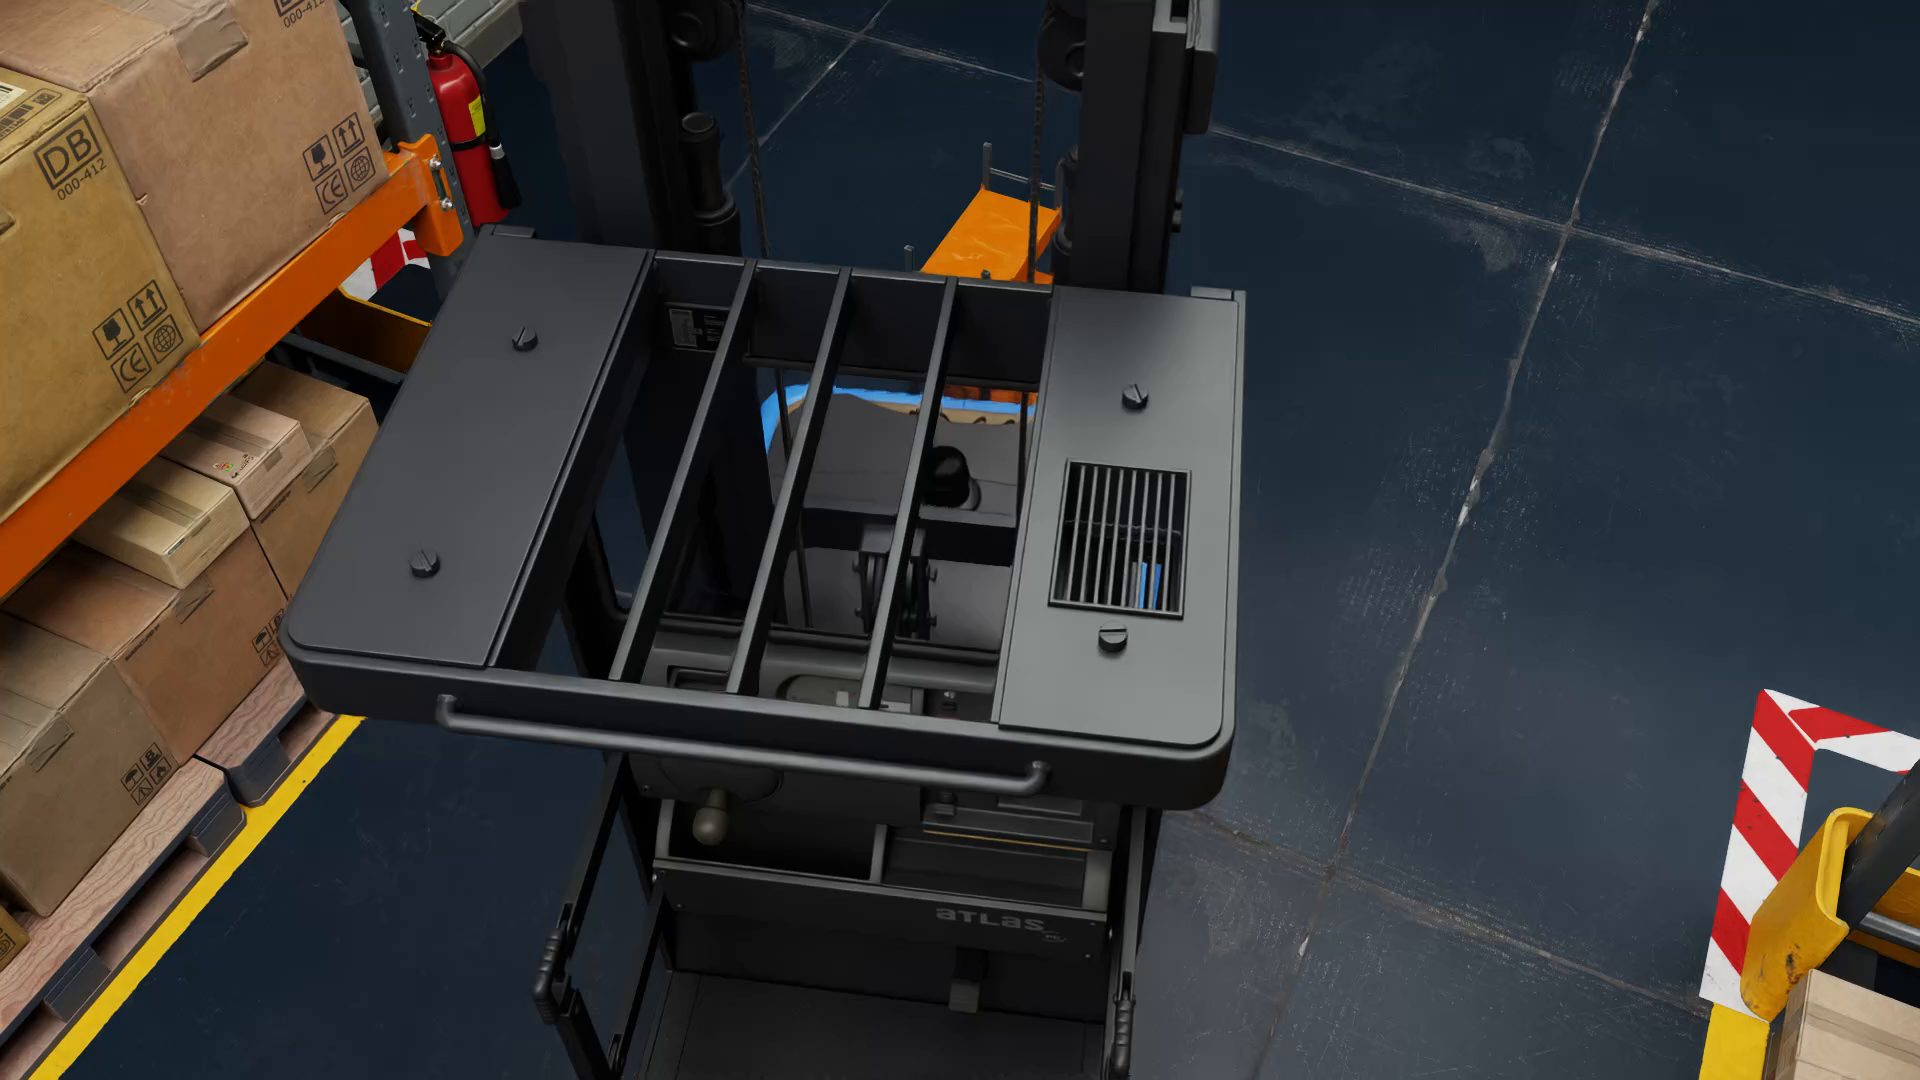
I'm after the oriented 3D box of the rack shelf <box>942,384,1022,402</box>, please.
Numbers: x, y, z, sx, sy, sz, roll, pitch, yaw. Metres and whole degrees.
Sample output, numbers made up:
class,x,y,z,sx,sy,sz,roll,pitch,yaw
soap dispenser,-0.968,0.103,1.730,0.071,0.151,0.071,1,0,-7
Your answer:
class,x,y,z,sx,sy,sz,roll,pitch,yaw
rack shelf,0.071,-0.459,4.941,0.258,0.148,0.480,20,52,16

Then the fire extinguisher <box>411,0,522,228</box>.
class,x,y,z,sx,sy,sz,roll,pitch,yaw
fire extinguisher,-1.387,-1.176,4.577,0.296,0.674,0.183,20,52,16

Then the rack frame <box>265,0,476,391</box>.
class,x,y,z,sx,sy,sz,roll,pitch,yaw
rack frame,-1.869,-1.368,4.445,1.000,3.000,0.127,20,52,16

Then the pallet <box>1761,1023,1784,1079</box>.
class,x,y,z,sx,sy,sz,roll,pitch,yaw
pallet,2.239,1.746,3.626,1.003,0.211,1.213,20,52,16

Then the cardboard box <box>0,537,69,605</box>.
class,x,y,z,sx,sy,sz,roll,pitch,yaw
cardboard box,-2.528,-0.020,4.237,0.380,0.149,0.250,20,53,16

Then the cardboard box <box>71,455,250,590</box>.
class,x,y,z,sx,sy,sz,roll,pitch,yaw
cardboard box,-2.076,-0.066,4.276,0.380,0.149,0.250,21,53,17

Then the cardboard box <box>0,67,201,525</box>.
class,x,y,z,sx,sy,sz,roll,pitch,yaw
cardboard box,-2.379,-0.607,3.600,0.980,0.700,0.700,19,52,16

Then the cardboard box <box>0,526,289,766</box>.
class,x,y,z,sx,sy,sz,roll,pitch,yaw
cardboard box,-2.291,0.165,4.506,0.700,0.500,0.500,20,52,16

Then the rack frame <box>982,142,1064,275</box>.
class,x,y,z,sx,sy,sz,roll,pitch,yaw
rack frame,0.175,-0.671,5.033,0.240,1.200,0.015,20,52,16

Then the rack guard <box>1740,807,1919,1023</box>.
class,x,y,z,sx,sy,sz,roll,pitch,yaw
rack guard,2.579,1.103,3.983,1.175,0.500,0.348,20,52,16

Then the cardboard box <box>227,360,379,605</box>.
class,x,y,z,sx,sy,sz,roll,pitch,yaw
cardboard box,-2.078,-0.180,4.799,0.700,0.500,0.500,20,52,16

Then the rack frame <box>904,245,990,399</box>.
class,x,y,z,sx,sy,sz,roll,pitch,yaw
rack frame,-0.034,-0.335,4.747,0.240,1.200,0.015,20,52,16

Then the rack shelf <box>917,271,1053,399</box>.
class,x,y,z,sx,sy,sz,roll,pitch,yaw
rack shelf,0.071,-0.604,4.771,0.258,0.148,0.480,20,52,16

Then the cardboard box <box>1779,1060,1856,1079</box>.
class,x,y,z,sx,sy,sz,roll,pitch,yaw
cardboard box,2.015,1.365,3.690,0.380,0.166,0.250,20,52,16

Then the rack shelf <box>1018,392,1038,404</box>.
class,x,y,z,sx,sy,sz,roll,pitch,yaw
rack shelf,0.071,-0.331,5.092,0.258,0.148,0.480,20,52,16

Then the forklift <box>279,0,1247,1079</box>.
class,x,y,z,sx,sy,sz,roll,pitch,yaw
forklift,-0.184,0.501,2.899,1.130,2.935,3.031,6,50,5

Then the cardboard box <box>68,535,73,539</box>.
class,x,y,z,sx,sy,sz,roll,pitch,yaw
cardboard box,-2.421,-0.192,4.384,0.380,0.149,0.250,20,52,16

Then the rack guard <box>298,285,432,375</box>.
class,x,y,z,sx,sy,sz,roll,pitch,yaw
rack guard,-1.859,-0.575,5.411,1.175,0.500,0.348,20,52,16

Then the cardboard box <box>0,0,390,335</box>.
class,x,y,z,sx,sy,sz,roll,pitch,yaw
cardboard box,-2.078,-1.111,4.029,0.980,0.700,0.700,22,53,18

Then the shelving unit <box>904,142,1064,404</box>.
class,x,y,z,sx,sy,sz,roll,pitch,yaw
shelving unit,0.071,-0.503,4.890,0.258,1.200,0.503,20,52,16

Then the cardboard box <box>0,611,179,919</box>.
class,x,y,z,sx,sy,sz,roll,pitch,yaw
cardboard box,-2.506,0.511,4.211,0.700,0.500,0.500,18,52,15

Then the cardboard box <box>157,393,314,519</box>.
class,x,y,z,sx,sy,sz,roll,pitch,yaw
cardboard box,-1.968,-0.242,4.426,0.380,0.149,0.250,19,52,16

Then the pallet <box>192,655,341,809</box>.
class,x,y,z,sx,sy,sz,roll,pitch,yaw
pallet,-2.140,0.111,5.017,1.003,0.211,1.213,20,52,16

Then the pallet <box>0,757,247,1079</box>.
class,x,y,z,sx,sy,sz,roll,pitch,yaw
pallet,-2.662,0.948,4.305,1.003,0.211,1.213,20,52,16

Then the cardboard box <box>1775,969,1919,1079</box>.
class,x,y,z,sx,sy,sz,roll,pitch,yaw
cardboard box,2.122,1.199,3.844,0.380,0.149,0.250,20,52,16

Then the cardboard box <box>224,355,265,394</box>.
class,x,y,z,sx,sy,sz,roll,pitch,yaw
cardboard box,-2.205,-0.541,4.681,0.380,0.149,0.250,20,53,16

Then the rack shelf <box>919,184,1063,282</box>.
class,x,y,z,sx,sy,sz,roll,pitch,yaw
rack shelf,0.071,-0.757,4.591,0.258,0.148,0.480,20,52,16

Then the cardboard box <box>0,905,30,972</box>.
class,x,y,z,sx,sy,sz,roll,pitch,yaw
cardboard box,-2.727,0.881,3.897,0.700,0.500,0.500,21,53,17

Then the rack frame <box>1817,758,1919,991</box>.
class,x,y,z,sx,sy,sz,roll,pitch,yaw
rack frame,2.611,0.241,3.076,1.000,3.000,0.127,20,52,16

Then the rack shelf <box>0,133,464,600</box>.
class,x,y,z,sx,sy,sz,roll,pitch,yaw
rack shelf,-2.724,0.242,3.547,1.077,0.370,4.000,20,52,16
